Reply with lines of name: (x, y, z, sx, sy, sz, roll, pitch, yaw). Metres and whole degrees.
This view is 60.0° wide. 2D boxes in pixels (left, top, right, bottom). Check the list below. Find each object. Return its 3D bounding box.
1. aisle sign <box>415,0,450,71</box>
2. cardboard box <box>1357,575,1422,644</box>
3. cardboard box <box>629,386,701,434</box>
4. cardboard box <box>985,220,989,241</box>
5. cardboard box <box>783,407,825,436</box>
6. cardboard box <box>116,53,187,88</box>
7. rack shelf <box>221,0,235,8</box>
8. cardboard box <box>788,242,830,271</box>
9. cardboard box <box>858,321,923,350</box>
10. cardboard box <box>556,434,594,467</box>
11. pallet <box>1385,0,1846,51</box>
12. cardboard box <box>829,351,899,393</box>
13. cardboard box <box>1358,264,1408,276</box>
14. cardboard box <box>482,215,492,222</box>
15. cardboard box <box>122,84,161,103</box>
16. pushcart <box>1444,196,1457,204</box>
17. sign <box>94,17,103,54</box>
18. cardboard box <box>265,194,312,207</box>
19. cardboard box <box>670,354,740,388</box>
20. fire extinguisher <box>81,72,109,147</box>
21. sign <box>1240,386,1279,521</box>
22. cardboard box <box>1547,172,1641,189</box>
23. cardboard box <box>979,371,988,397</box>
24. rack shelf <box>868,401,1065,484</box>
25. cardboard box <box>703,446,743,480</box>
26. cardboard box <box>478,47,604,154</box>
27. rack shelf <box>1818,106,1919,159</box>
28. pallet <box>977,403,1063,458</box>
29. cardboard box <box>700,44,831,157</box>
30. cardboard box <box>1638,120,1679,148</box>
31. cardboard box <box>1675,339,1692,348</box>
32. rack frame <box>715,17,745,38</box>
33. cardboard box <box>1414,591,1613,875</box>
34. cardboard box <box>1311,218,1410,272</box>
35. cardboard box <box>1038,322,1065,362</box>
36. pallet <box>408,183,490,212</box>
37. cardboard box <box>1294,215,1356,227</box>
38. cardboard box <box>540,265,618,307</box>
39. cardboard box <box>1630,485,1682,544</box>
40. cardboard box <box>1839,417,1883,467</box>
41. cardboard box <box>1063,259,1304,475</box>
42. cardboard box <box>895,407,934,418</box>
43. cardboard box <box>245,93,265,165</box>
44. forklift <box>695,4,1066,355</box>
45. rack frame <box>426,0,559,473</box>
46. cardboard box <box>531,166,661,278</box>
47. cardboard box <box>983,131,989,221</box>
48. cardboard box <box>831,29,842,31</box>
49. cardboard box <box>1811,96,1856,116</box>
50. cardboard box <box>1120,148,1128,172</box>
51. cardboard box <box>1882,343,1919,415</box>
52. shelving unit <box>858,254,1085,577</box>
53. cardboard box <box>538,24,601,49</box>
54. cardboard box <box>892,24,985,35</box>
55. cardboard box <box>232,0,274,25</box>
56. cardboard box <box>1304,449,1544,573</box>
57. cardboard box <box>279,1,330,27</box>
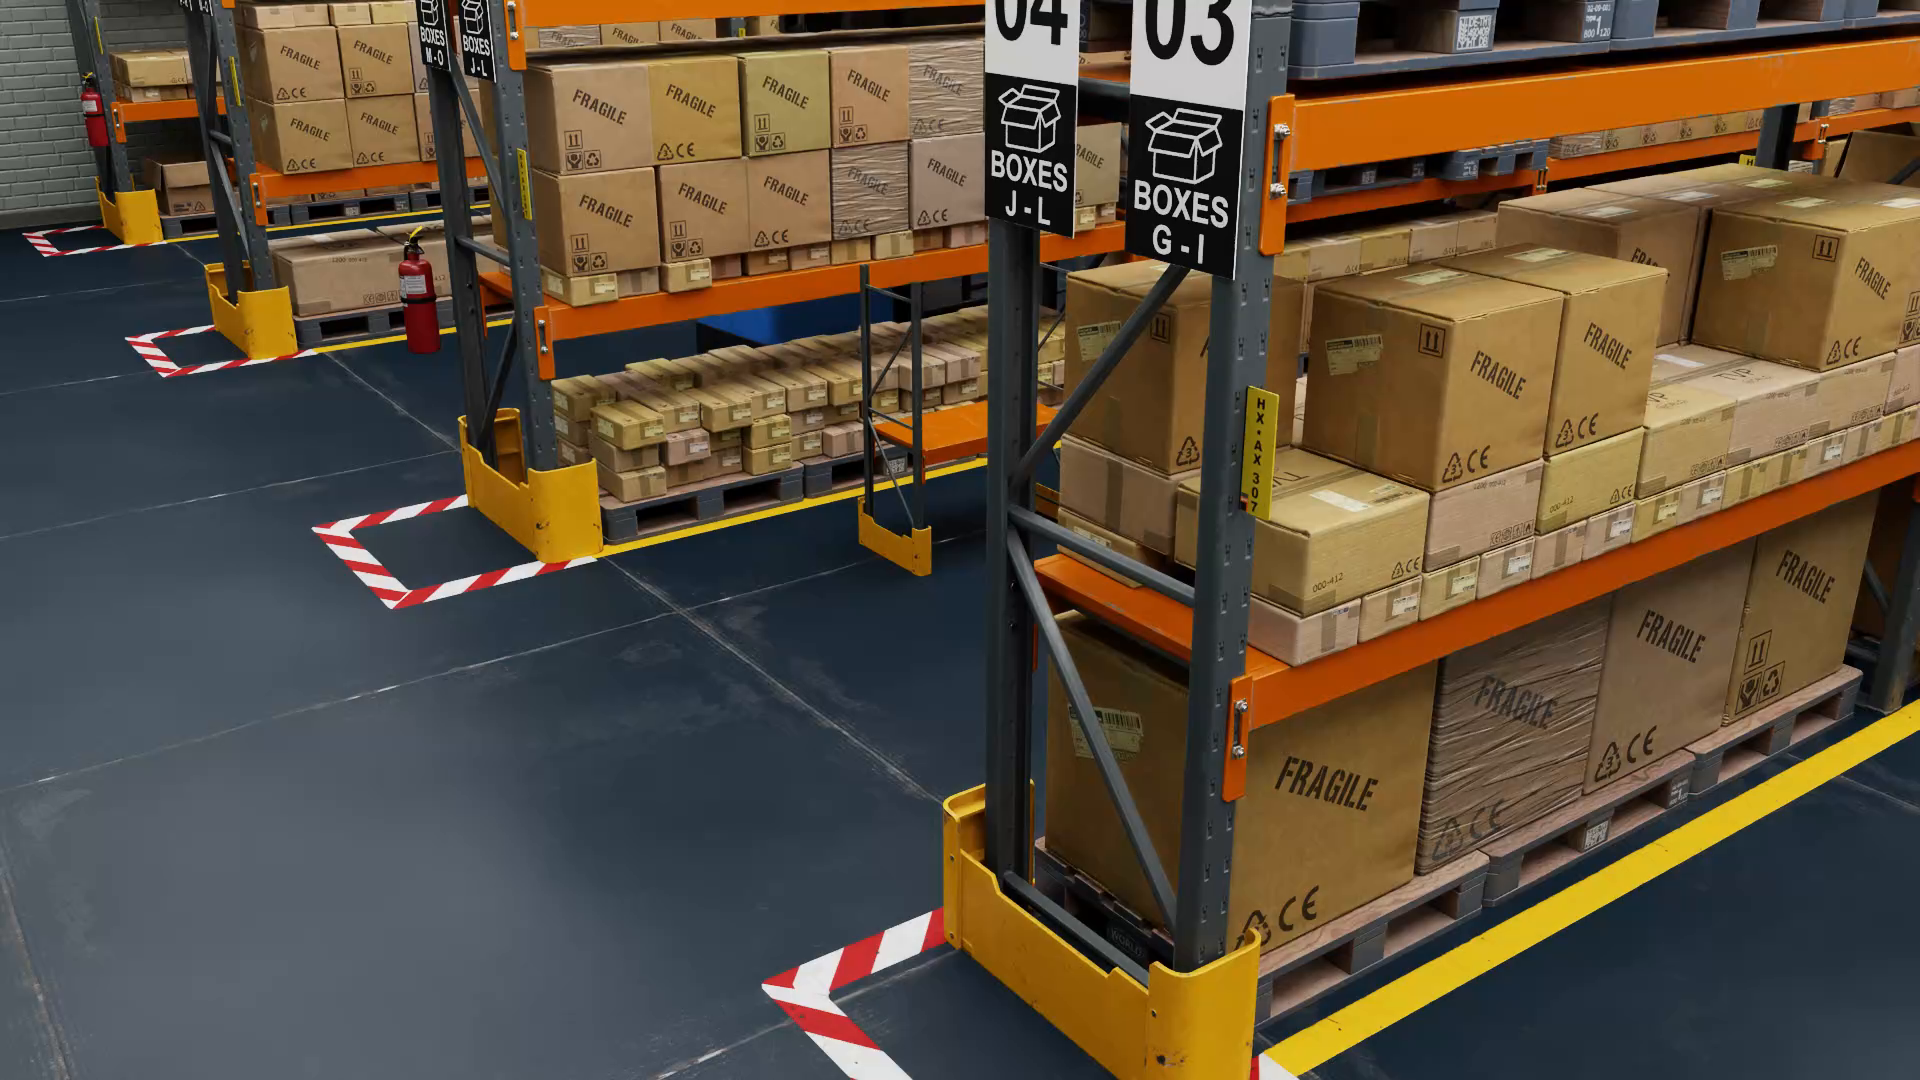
aisle sign: (-2.630, -2.738, 8.203, 0.004, 0.787, 0.394, -15, 26, -33)
cardboard box: (1.108, 0.141, 4.834, 0.250, 0.149, 0.380, -15, 26, -34)
cardboard box: (-1.618, -0.710, 9.107, 0.250, 0.149, 0.380, -14, 26, -32)
cardboard box: (0.110, -1.909, 9.973, 0.250, 0.149, 0.380, -16, 27, -34)
cardboard box: (-0.986, -0.732, 9.563, 0.250, 0.149, 0.380, -16, 27, -35)
cardboard box: (-7.745, -4.502, 15.931, 0.500, 0.250, 0.500, -15, 26, -33)
rack shelf: (-3.745, -4.415, 12.838, 4.000, 0.370, 1.077, -15, 26, -33)
cardboard box: (-0.927, -1.614, 9.233, 0.250, 0.149, 0.380, -16, 27, -34)
cardboard box: (-0.436, -1.252, 10.463, 0.250, 0.149, 0.380, -14, 26, -32)
cardboard box: (-2.090, -0.504, 9.391, 0.250, 0.149, 0.380, -14, 26, -32)
pallet: (2.007, -1.723, 5.240, 1.213, 0.211, 1.003, -15, 26, -33)
cardboard box: (-0.567, -0.989, 9.804, 0.250, 0.149, 0.380, -15, 26, -33)
cardboard box: (2.874, -1.770, 12.091, 0.500, 0.500, 0.500, -16, 27, -35)
cardboard box: (-3.420, -2.497, 13.996, 0.875, 0.438, 0.875, -16, 27, -34)
cardboard box: (-7.843, -4.288, 15.934, 0.250, 0.149, 0.380, -15, 26, -33)
pushcart: (5.745, -3.628, 17.479, 1.648, 0.377, 0.936, 14, 26, 32)
sign: (-7.953, -4.655, 15.346, 0.005, 0.325, 0.100, -15, 26, -33)
cardboard box: (-7.002, -3.727, 16.996, 0.500, 0.500, 0.700, -14, 26, -31)
cardboard box: (-1.493, -0.963, 9.739, 0.250, 0.149, 0.380, -16, 27, -35)
fire extinguisher: (-8.120, -4.036, 15.571, 0.183, 0.674, 0.296, -15, 26, -33)
sign: (0.739, -0.213, 4.107, 0.005, 0.325, 0.100, -15, 26, -33)
cardboard box: (5.353, -2.633, 13.916, 0.750, 0.750, 1.050, -14, 26, -32)
cardboard box: (0.101, -1.017, 10.276, 0.250, 0.149, 0.380, -15, 26, -32)
rack shelf: (0.069, -0.548, 8.731, 1.000, 0.185, 0.538, -15, 26, -33)
cardboard box: (-1.421, -0.481, 9.335, 0.250, 0.149, 0.380, -15, 26, -32)
cardboard box: (-2.169, -2.279, 8.675, 0.500, 0.500, 0.500, -16, 27, -34)
rack shelf: (8.969, -4.152, 16.226, 4.000, 0.370, 1.077, -15, 26, -33)
pallet: (0.327, -0.871, 10.794, 1.213, 0.211, 1.003, -15, 26, -33)
cardboard box: (-1.035, -2.339, 8.826, 0.500, 0.500, 0.500, -16, 27, -34)
cardboard box: (5.441, -3.470, 13.410, 0.500, 0.500, 0.500, -15, 26, -33)
cardboard box: (2.725, -0.747, 6.523, 0.500, 0.250, 0.500, -15, 26, -33)
rack frame: (-2.121, -3.789, 14.345, 0.127, 3.000, 1.000, -15, 26, -33)
cardboard box: (1.631, 0.490, 5.921, 0.875, 0.875, 0.875, -15, 26, -33)
cardboard box: (2.871, -2.125, 11.969, 0.500, 0.250, 0.500, -14, 26, -32)
cardboard box: (0.531, -1.247, 10.450, 0.250, 0.149, 0.380, -15, 26, -32)
pallet: (-5.581, -3.838, 18.230, 1.213, 0.211, 1.003, -15, 26, -33)
cardboard box: (2.577, -2.281, 12.359, 0.500, 0.250, 0.500, -15, 26, -32)
cardboard box: (-1.941, -1.311, 8.473, 0.250, 0.149, 0.380, -15, 26, -33)
cardboard box: (2.148, -0.136, 5.530, 0.250, 0.149, 0.380, -16, 27, -34)
cardboard box: (3.193, -0.415, 6.229, 0.250, 0.149, 0.380, -15, 26, -34)
cardboard box: (0.661, -0.543, 5.000, 0.500, 0.500, 0.500, -15, 26, -32)
cardboard box: (-0.359, -0.745, 9.997, 0.250, 0.149, 0.380, -14, 26, -32)
cardboard box: (-5.131, -3.154, 12.618, 0.500, 0.500, 0.500, -15, 26, -33)
forklift: (-0.478, -2.893, 12.191, 3.031, 2.935, 1.130, -18, 28, -38)
rack frame: (-2.395, -1.456, 8.498, 0.127, 3.000, 1.000, -15, 26, -33)
cardboard box: (-1.870, -1.655, 8.460, 0.500, 0.500, 0.500, -14, 25, -30)
cardboard box: (0.202, -2.205, 9.838, 0.500, 0.500, 0.500, -16, 27, -34)
cardboard box: (-1.199, -4.427, 14.460, 0.500, 0.500, 0.500, -15, 26, -33)
cardboard box: (7.638, -4.207, 15.189, 0.550, 0.550, 0.875, -15, 26, -33)
cardboard box: (1.058, -2.546, 11.001, 0.250, 0.149, 0.380, -16, 27, -34)
cardboard box: (3.461, -0.702, 6.409, 0.500, 0.250, 0.500, -15, 26, -34)
shelving unit: (0.062, -0.713, 8.660, 1.083, 1.500, 0.587, -15, 26, -33)
cardboard box: (-3.167, -3.894, 13.125, 0.500, 0.500, 0.500, -15, 26, -32)
cardboard box: (-0.069, -2.830, 10.055, 0.500, 0.500, 0.500, -16, 27, -34)
cardboard box: (-5.194, -3.873, 12.197, 0.250, 0.149, 0.380, -15, 26, -32)
cardboard box: (1.385, -0.148, 5.020, 0.500, 0.250, 0.500, -15, 26, -33)
cardboard box: (-4.747, -3.807, 12.031, 0.250, 0.149, 0.380, -14, 26, -32)
